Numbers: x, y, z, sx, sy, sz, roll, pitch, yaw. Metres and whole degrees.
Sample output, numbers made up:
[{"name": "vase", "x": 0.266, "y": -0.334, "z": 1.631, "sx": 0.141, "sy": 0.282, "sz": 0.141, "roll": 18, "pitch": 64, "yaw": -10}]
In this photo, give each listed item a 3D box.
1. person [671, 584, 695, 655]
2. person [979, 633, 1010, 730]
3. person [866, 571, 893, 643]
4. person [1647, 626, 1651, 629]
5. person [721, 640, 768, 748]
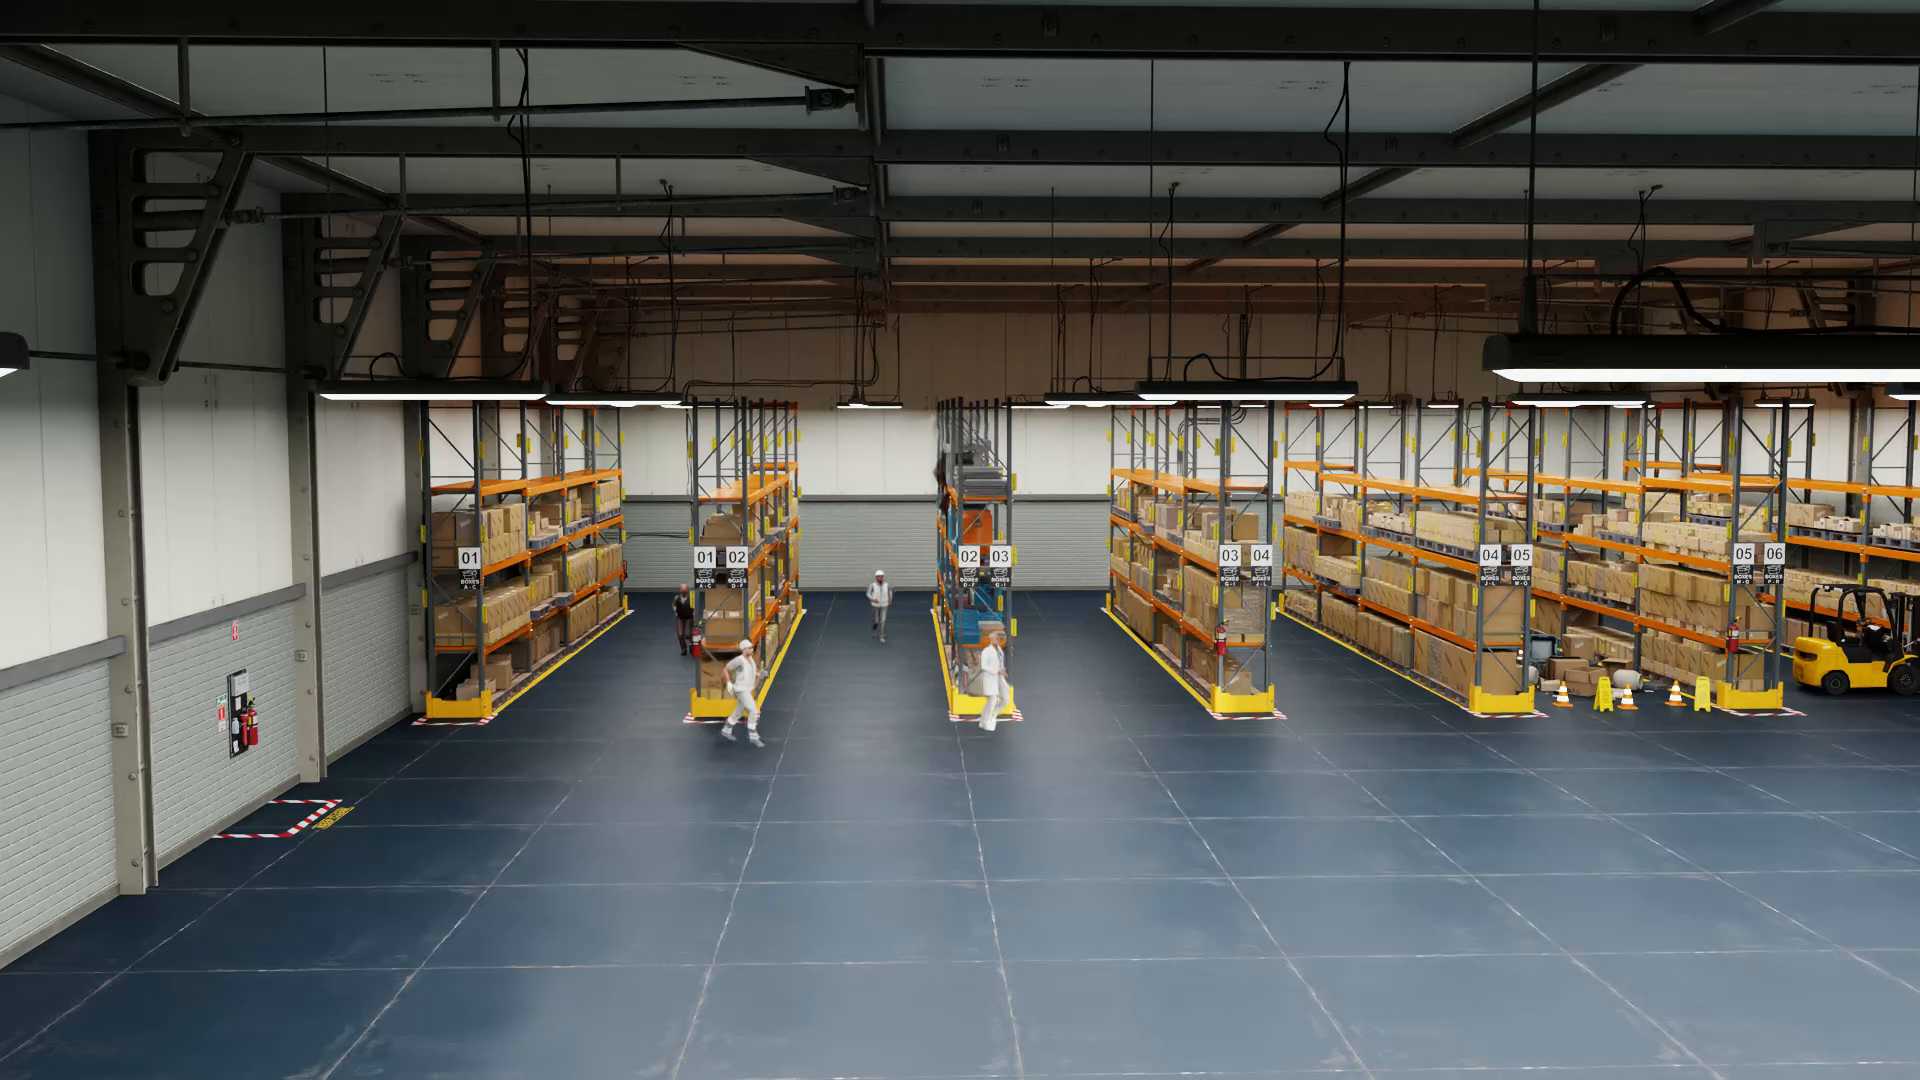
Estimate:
[{"name": "person", "x": -6.488, "y": 1.874, "z": 39.219, "sx": 0.661, "sy": 1.666, "sz": 0.585, "roll": 0, "pitch": 4, "yaw": 3}, {"name": "person", "x": 0.652, "y": 2.540, "z": 29.929, "sx": 0.685, "sy": 1.753, "sz": 0.745, "roll": 4, "pitch": 6, "yaw": 39}, {"name": "person", "x": -1.998, "y": 1.643, "z": 41.510, "sx": 0.684, "sy": 1.775, "sz": 0.794, "roll": -1, "pitch": 5, "yaw": -13}, {"name": "person", "x": 16.466, "y": 1.810, "z": 39.326, "sx": 0.669, "sy": 1.705, "sz": 0.964, "roll": 0, "pitch": 4, "yaw": -4}, {"name": "person", "x": -3.708, "y": 2.618, "z": 28.441, "sx": 0.895, "sy": 1.835, "sz": 0.649, "roll": 1, "pitch": 5, "yaw": 16}]
